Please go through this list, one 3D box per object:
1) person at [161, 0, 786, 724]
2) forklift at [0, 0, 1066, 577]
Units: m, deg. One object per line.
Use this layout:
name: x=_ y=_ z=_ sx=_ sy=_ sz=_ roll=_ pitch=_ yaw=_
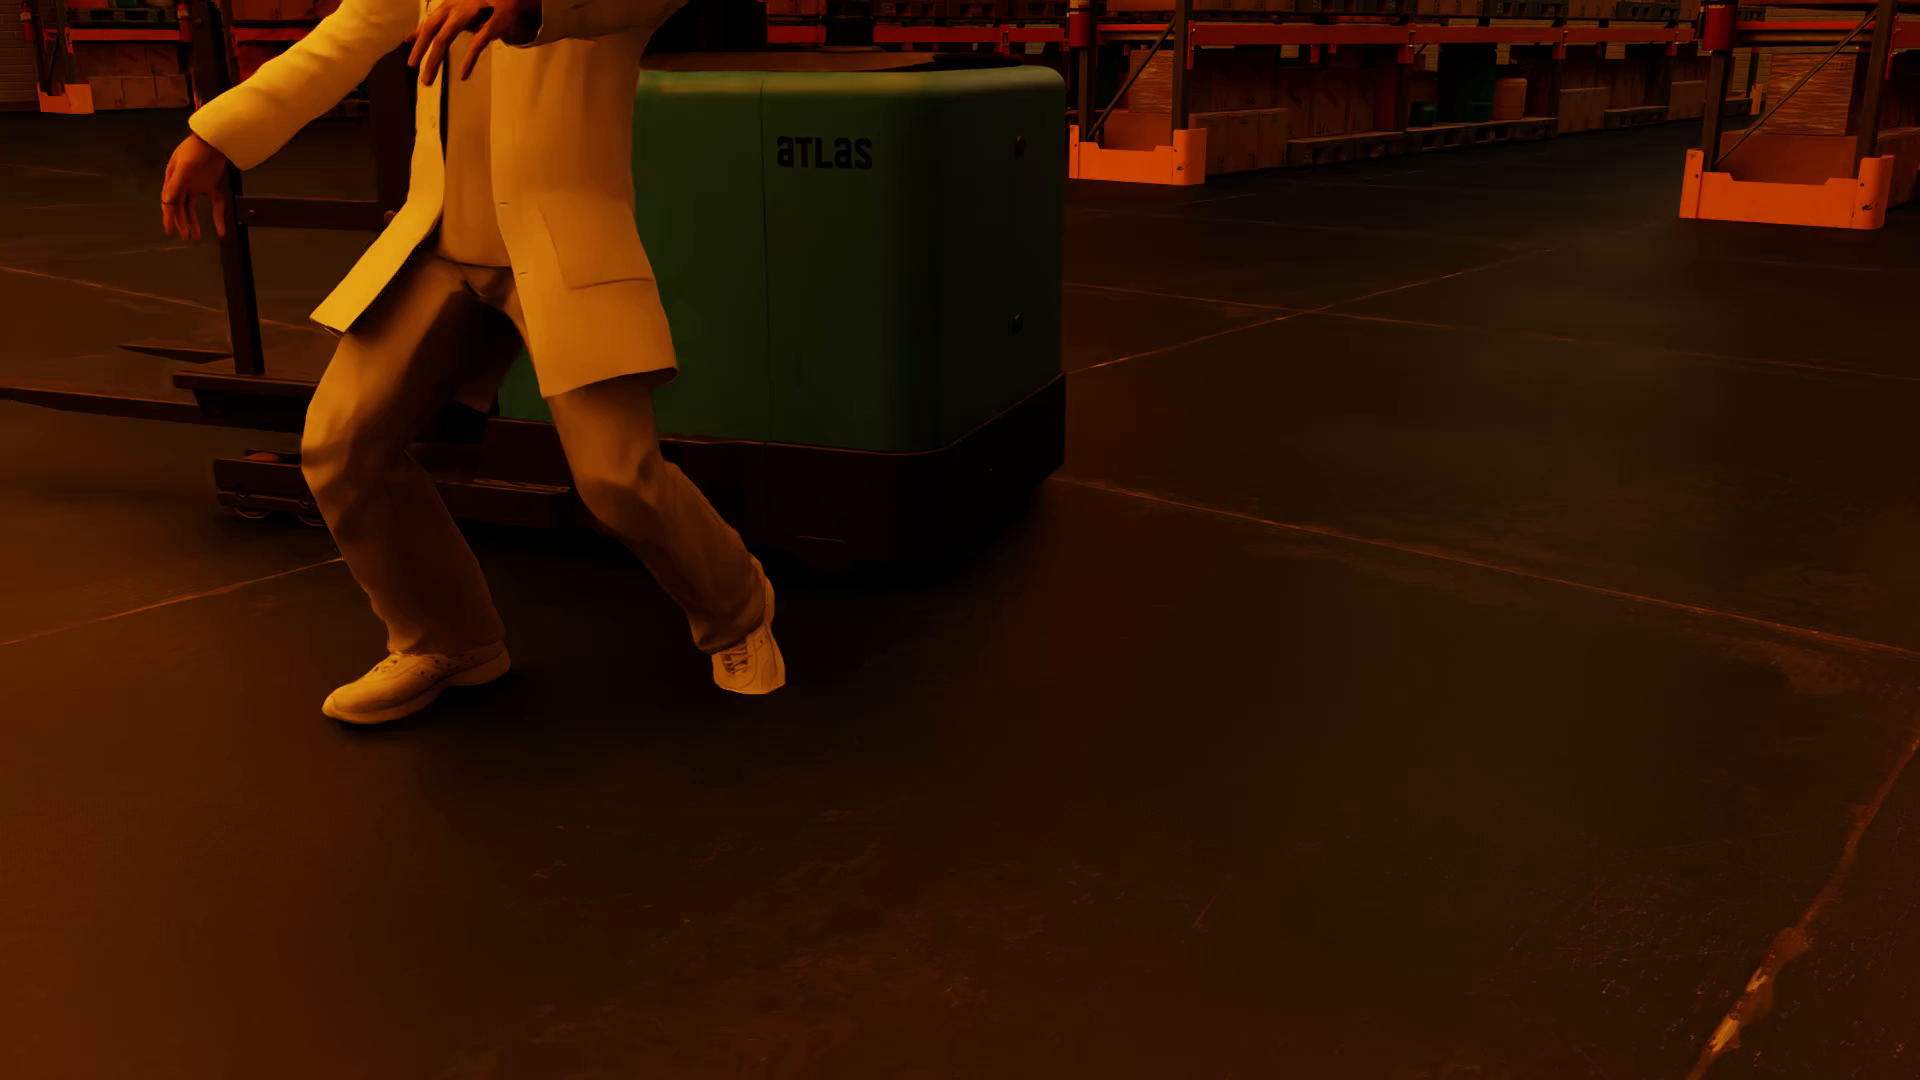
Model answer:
person: x=-0.853 y=-0.458 z=2.780 sx=0.938 sy=1.707 sz=0.916 roll=7 pitch=18 yaw=23
forklift: x=-1.298 y=-1.569 z=4.063 sx=3.031 sy=2.935 sz=1.130 roll=6 pitch=18 yaw=19
